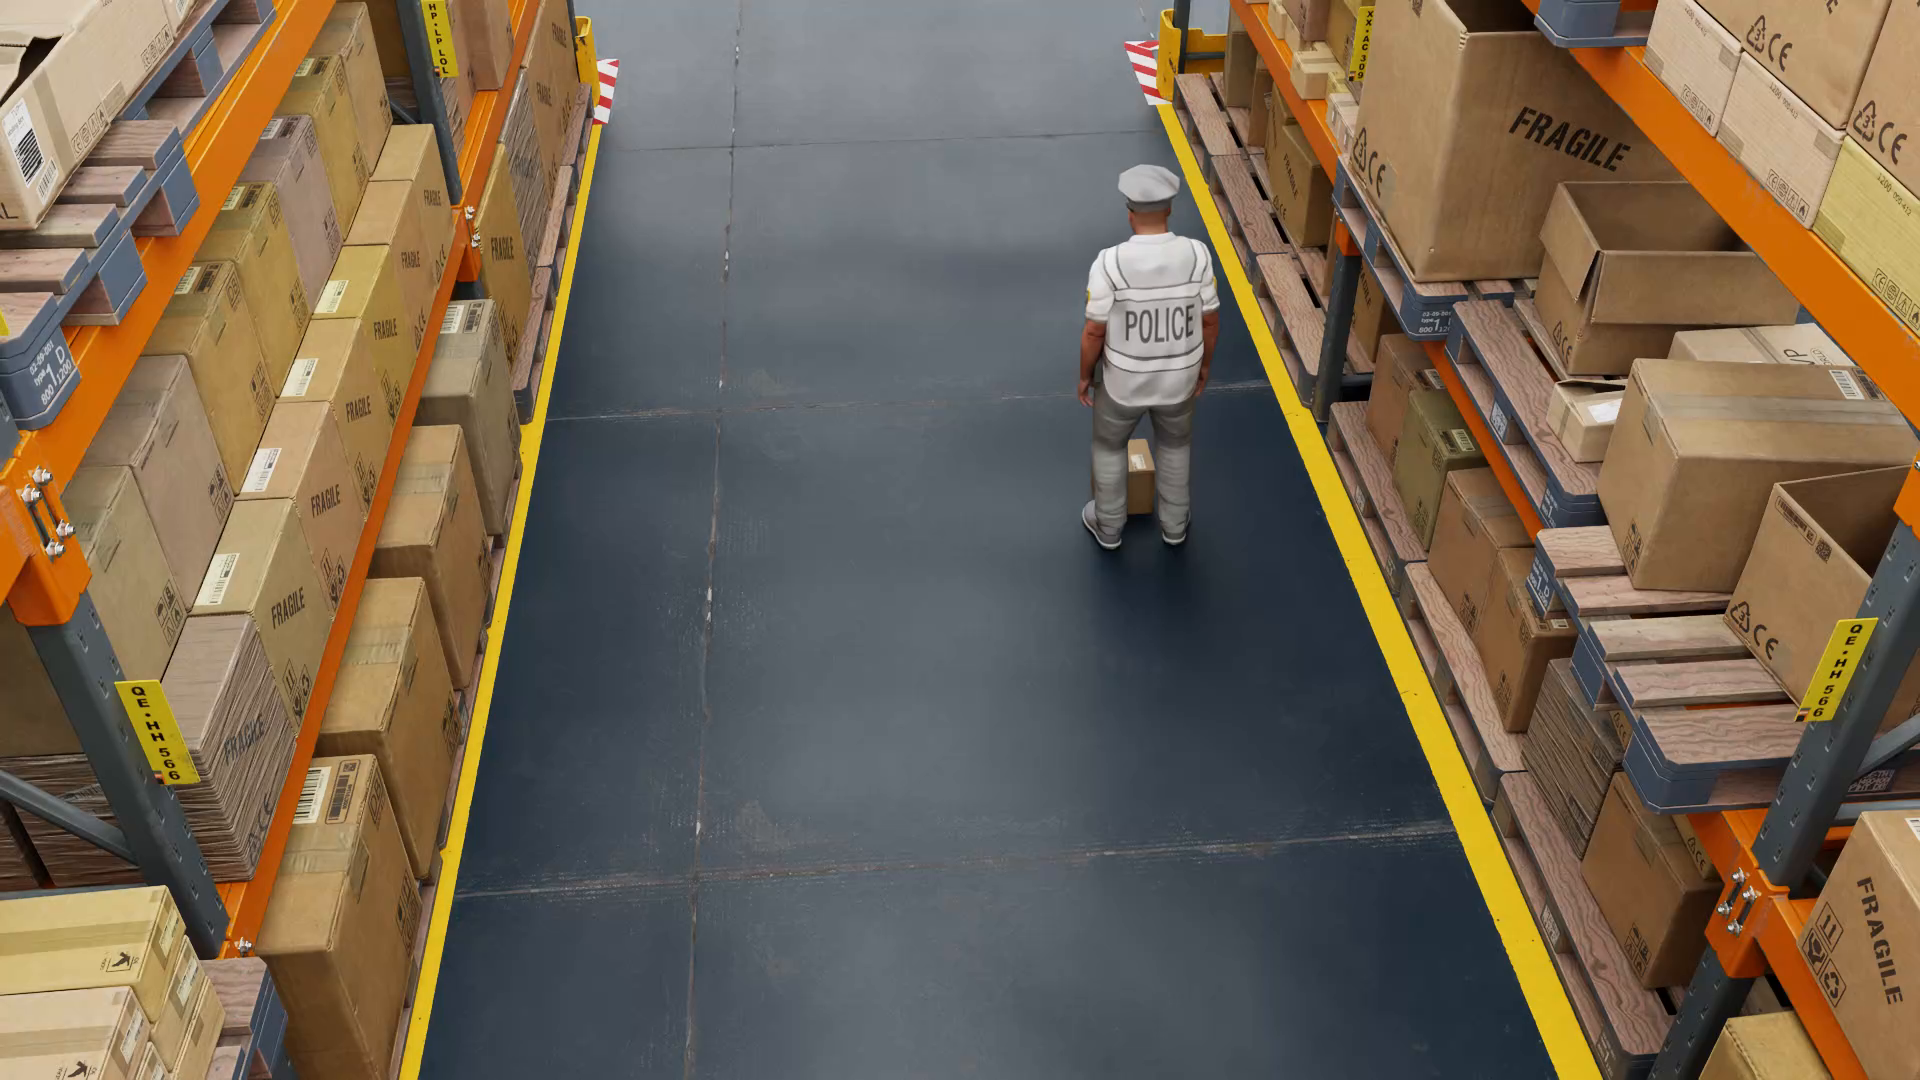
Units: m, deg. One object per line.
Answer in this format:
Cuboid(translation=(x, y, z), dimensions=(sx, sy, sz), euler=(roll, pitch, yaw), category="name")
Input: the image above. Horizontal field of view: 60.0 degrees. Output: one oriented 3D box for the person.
Cuboid(translation=(0.784, -0.702, 7.020), dimensions=(0.593, 1.746, 0.446), euler=(-5, 39, -6), category="person")
